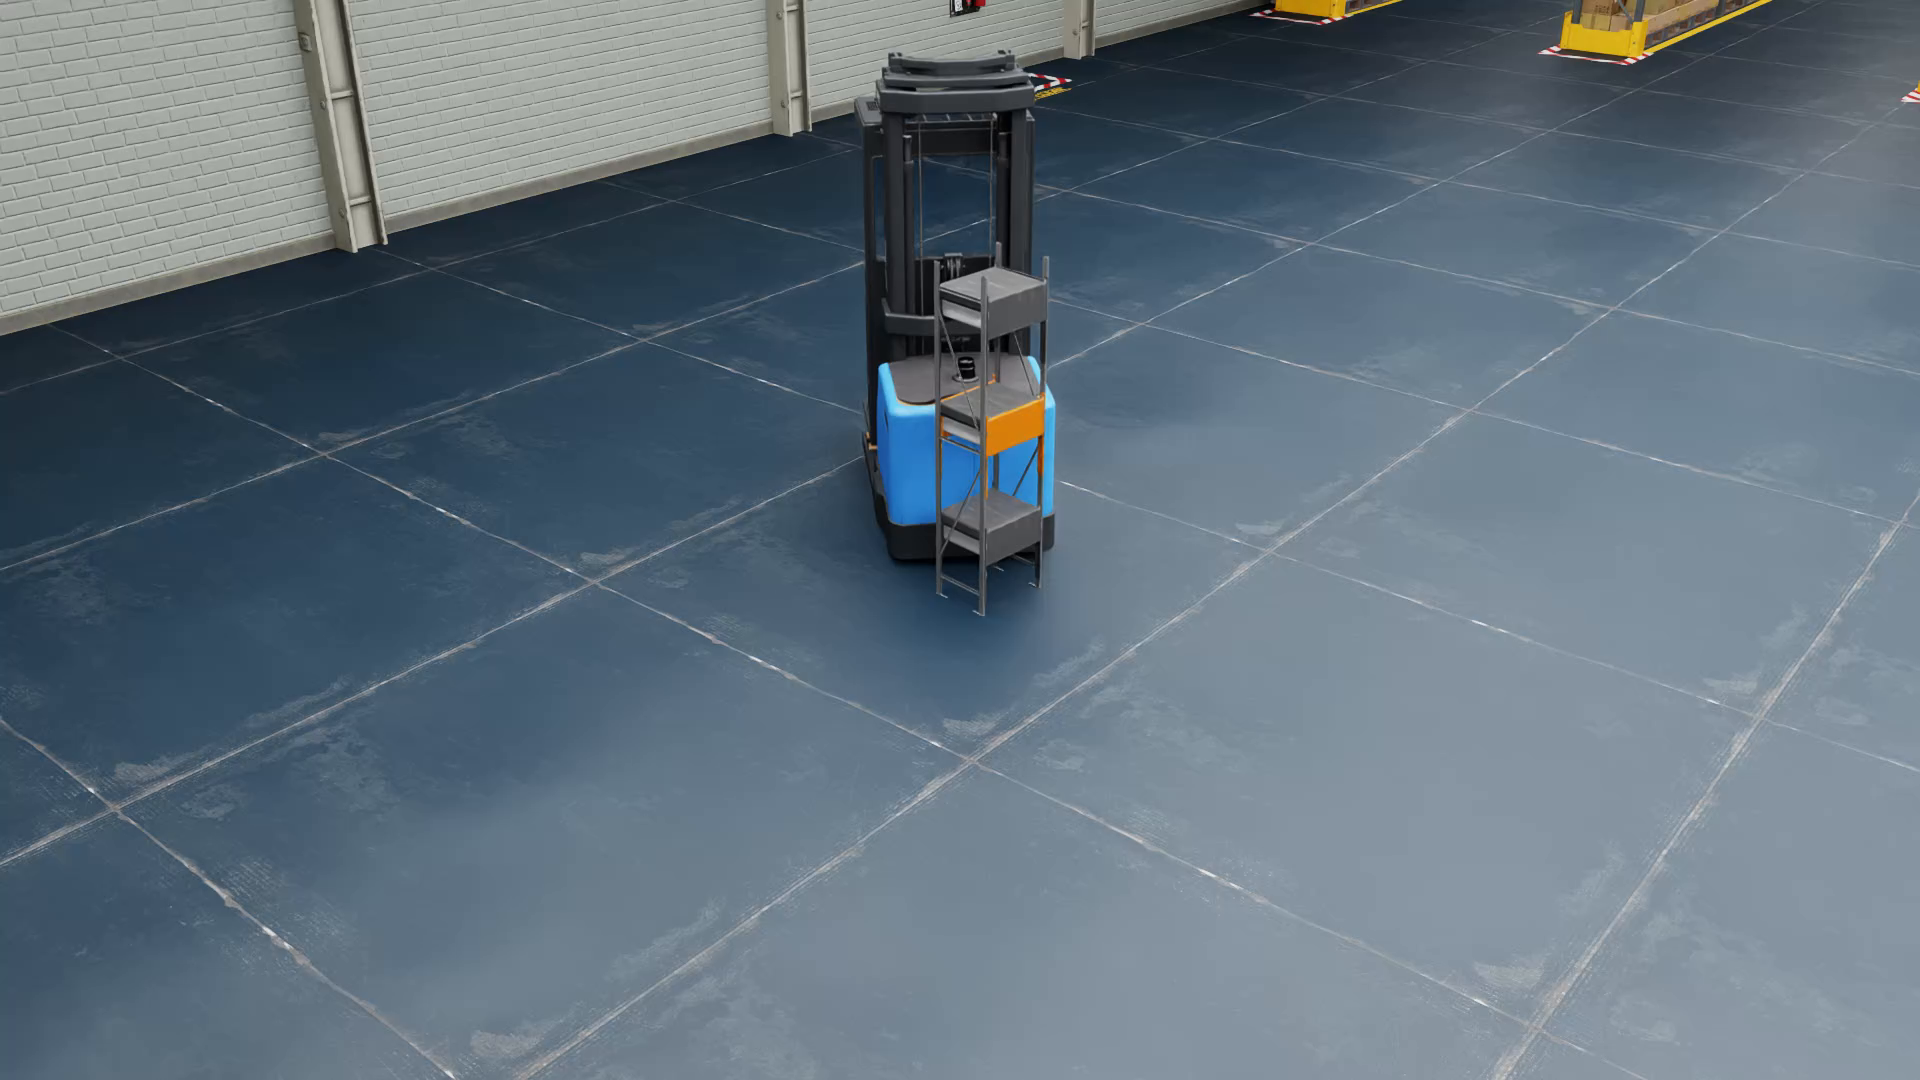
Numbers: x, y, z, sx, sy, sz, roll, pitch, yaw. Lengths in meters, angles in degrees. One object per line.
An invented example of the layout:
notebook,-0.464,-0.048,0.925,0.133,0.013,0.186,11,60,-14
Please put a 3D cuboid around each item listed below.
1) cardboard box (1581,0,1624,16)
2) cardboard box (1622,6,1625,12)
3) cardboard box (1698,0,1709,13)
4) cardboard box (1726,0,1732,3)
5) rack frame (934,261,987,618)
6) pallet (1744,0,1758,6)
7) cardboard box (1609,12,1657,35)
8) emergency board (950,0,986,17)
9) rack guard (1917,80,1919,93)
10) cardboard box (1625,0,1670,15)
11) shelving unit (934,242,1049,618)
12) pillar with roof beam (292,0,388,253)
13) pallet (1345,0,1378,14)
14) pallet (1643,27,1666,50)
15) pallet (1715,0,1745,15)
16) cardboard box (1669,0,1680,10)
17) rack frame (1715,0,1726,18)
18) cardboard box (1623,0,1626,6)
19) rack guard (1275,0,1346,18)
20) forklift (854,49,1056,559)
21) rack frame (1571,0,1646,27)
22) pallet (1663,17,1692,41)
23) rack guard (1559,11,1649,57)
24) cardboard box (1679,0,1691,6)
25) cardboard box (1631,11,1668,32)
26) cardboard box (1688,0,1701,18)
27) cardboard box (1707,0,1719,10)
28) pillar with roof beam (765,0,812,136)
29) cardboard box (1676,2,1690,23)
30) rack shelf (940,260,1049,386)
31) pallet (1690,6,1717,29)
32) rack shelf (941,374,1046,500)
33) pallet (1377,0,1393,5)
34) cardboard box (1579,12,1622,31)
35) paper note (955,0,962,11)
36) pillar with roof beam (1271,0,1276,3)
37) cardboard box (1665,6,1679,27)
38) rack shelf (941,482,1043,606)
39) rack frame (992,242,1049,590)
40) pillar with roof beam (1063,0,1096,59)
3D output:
cardboard box,9.724,-8.243,25.138,0.500,0.500,0.500,21,34,34
cardboard box,10.035,-8.090,25.659,0.500,0.250,0.500,21,34,34
cardboard box,11.705,-8.648,26.738,0.500,0.250,0.500,21,34,34
cardboard box,12.605,-9.121,27.653,0.500,0.250,0.500,20,33,33
rack frame,0.002,-0.538,9.504,0.015,2.100,0.400,-24,36,-39
pallet,13.371,-9.554,28.988,1.003,0.211,1.213,21,34,34
cardboard box,10.126,-7.758,25.017,0.500,0.250,0.500,21,34,34
emergency board,0.148,-7.622,22.220,0.194,1.169,0.643,21,34,34
rack guard,13.445,-6.149,22.092,1.175,0.500,0.348,21,34,34
cardboard box,10.442,-8.269,25.188,0.500,0.500,0.500,21,34,34
shelving unit,0.175,-0.616,9.656,0.503,2.100,0.431,-24,36,-39
pillar with roof beam,-2.562,-5.639,11.857,9.100,9.000,0.400,21,34,34
pallet,6.380,-9.180,28.265,1.003,0.211,1.213,21,34,34
pallet,10.067,-7.712,25.428,1.003,0.211,1.213,21,34,34
pallet,12.596,-9.120,28.149,1.003,0.211,1.213,21,34,34
cardboard box,10.750,-8.450,25.538,0.500,0.500,0.500,21,34,34
rack frame,12.157,-10.085,26.981,1.000,3.000,0.127,21,34,34
cardboard box,10.349,-8.601,25.832,0.500,0.500,0.500,21,34,34
rack guard,5.836,-9.030,27.662,1.175,0.500,0.348,21,34,34
forklift,-0.105,-1.831,11.099,1.130,2.935,3.031,-3,28,-7
rack frame,9.613,-8.667,24.239,1.000,3.000,0.127,21,34,34
pallet,10.843,-8.143,26.260,1.003,0.211,1.213,21,34,34
rack guard,9.598,-7.548,24.797,1.175,0.500,0.348,21,34,34
cardboard box,11.082,-8.622,25.871,0.500,0.500,0.500,21,34,34
cardboard box,10.441,-7.936,25.361,0.500,0.250,0.500,21,34,34
cardboard box,11.398,-8.466,26.387,0.500,0.250,0.500,21,34,34
cardboard box,12.031,-8.822,27.075,0.500,0.250,0.500,21,34,34
pillar with roof beam,1.255,-7.766,15.969,9.100,9.000,0.400,21,34,34
cardboard box,11.081,-8.289,26.044,0.500,0.250,0.500,21,34,34
rack shelf,0.175,-1.226,9.341,0.480,0.518,0.431,-24,36,-39
pallet,11.619,-8.577,27.100,1.003,0.211,1.213,21,34,34
rack shelf,0.175,-0.604,9.663,0.480,0.518,0.431,-24,36,-39
pallet,7.157,-9.610,29.097,1.003,0.211,1.213,21,34,34
cardboard box,9.726,-7.909,25.309,0.500,0.250,0.500,21,34,34
paper note,-0.018,-7.188,22.340,0.016,0.148,0.142,21,34,34
pillar with roof beam,8.888,-12.021,24.193,9.100,9.000,0.400,21,34,34
cardboard box,10.759,-8.113,25.704,0.500,0.250,0.500,21,34,34
rack shelf,0.175,0.017,9.984,0.480,0.518,0.431,-24,36,-39
rack frame,0.349,-0.695,9.809,0.015,2.100,0.400,-24,36,-39
pillar with roof beam,5.071,-9.894,20.081,9.100,9.000,0.400,21,34,34
